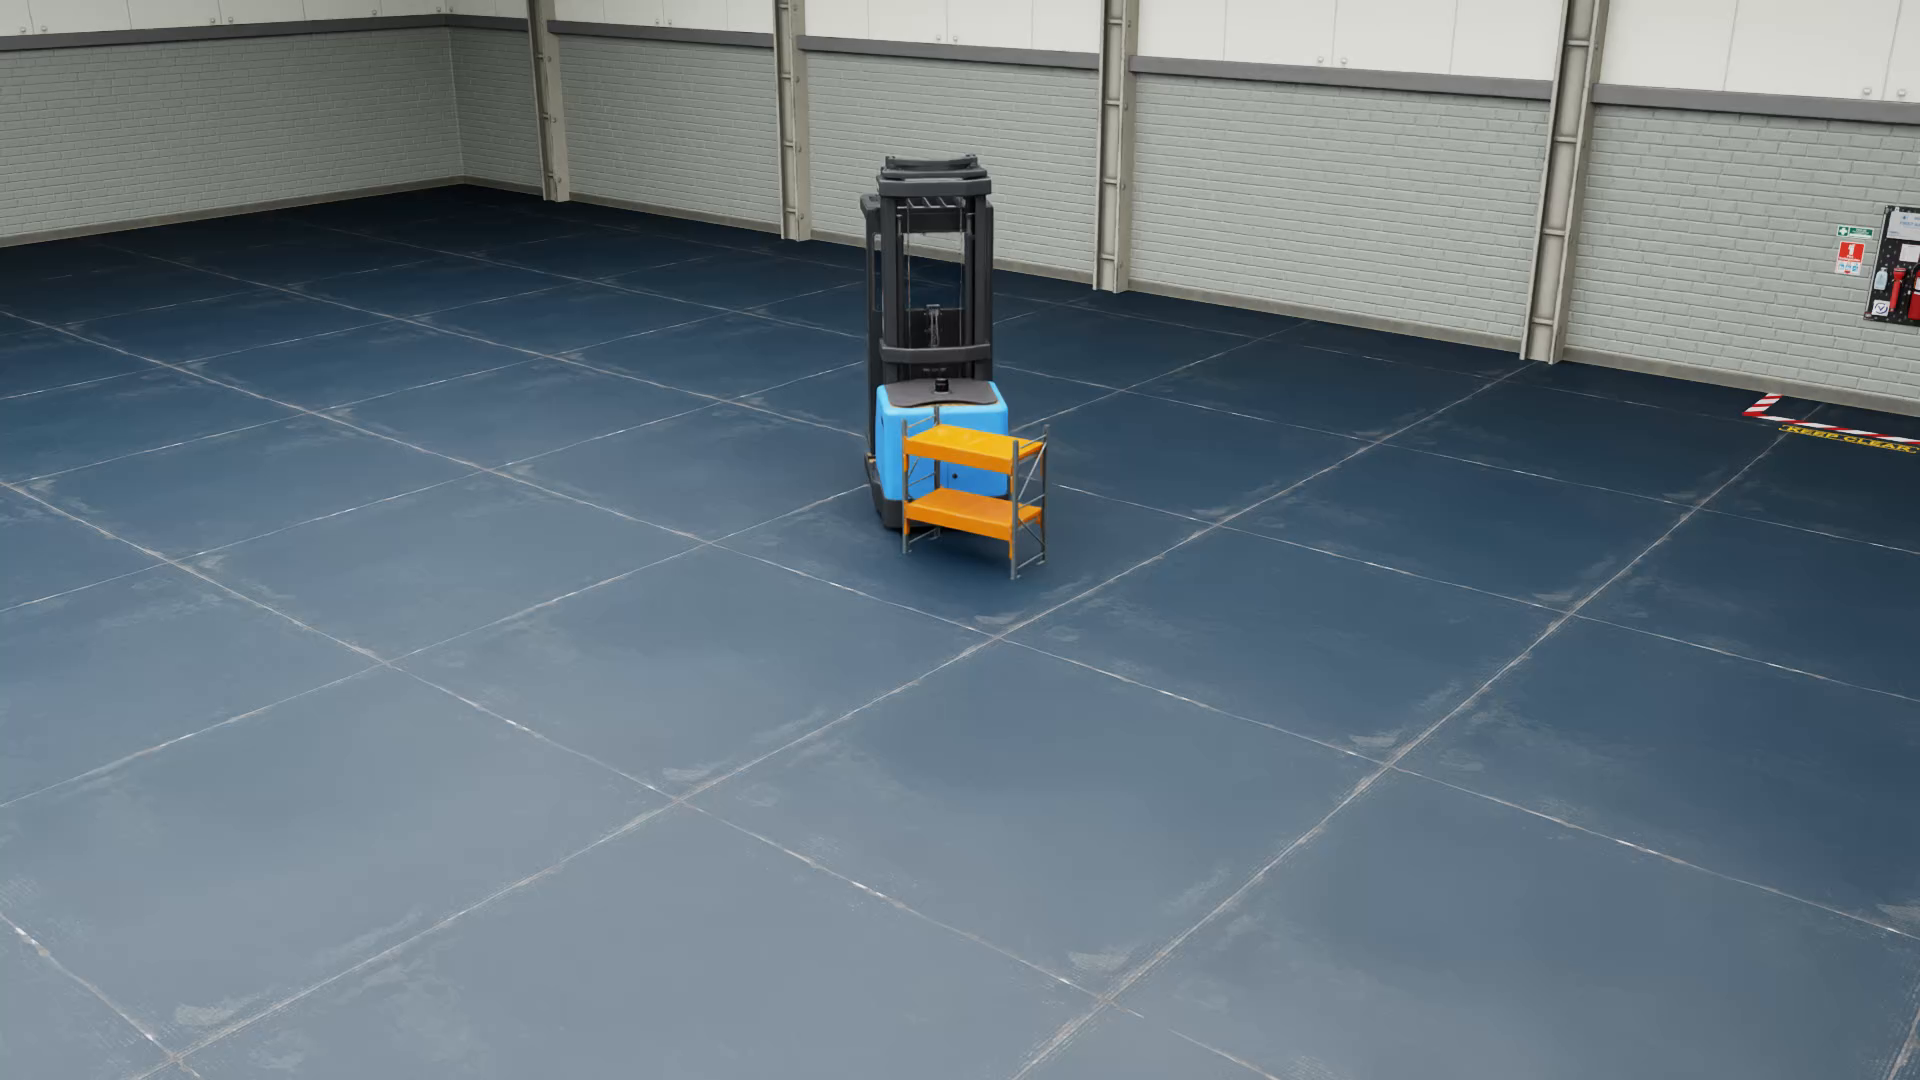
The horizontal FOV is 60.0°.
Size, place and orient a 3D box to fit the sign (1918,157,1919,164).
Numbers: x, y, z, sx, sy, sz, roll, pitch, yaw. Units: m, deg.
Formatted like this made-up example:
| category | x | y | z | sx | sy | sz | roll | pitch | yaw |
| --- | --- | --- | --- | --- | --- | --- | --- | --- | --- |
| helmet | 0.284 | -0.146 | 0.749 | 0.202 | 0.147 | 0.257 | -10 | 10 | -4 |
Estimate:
| category | x | y | z | sx | sy | sz | roll | pitch | yaw |
| --- | --- | --- | --- | --- | --- | --- | --- | --- | --- |
| sign | 9.527 | -3.830 | 16.288 | 0.199 | 0.298 | 0.001 | 16 | 26 | 36 |

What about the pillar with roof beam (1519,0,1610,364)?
| category | x | y | z | sx | sy | sz | roll | pitch | yaw |
| --- | --- | --- | --- | --- | --- | --- | --- | --- | --- |
| pillar with roof beam | 3.990 | -5.123 | 14.501 | 0.400 | 9.000 | 9.100 | 16 | 26 | 36 |

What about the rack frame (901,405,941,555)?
| category | x | y | z | sx | sy | sz | roll | pitch | yaw |
| --- | --- | --- | --- | --- | --- | --- | --- | --- | --- |
| rack frame | -0.310 | -0.482 | 13.352 | 0.032 | 1.125 | 0.500 | 13 | 24 | 31 |

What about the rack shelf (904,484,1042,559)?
| category | x | y | z | sx | sy | sz | roll | pitch | yaw |
| --- | --- | --- | --- | --- | --- | --- | --- | --- | --- |
| rack shelf | 0.116 | -0.156 | 13.180 | 1.000 | 0.278 | 0.538 | 13 | 24 | 31 |

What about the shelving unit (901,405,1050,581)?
| category | x | y | z | sx | sy | sz | roll | pitch | yaw |
| --- | --- | --- | --- | --- | --- | --- | --- | --- | --- |
| shelving unit | 0.116 | -0.384 | 13.094 | 1.048 | 1.125 | 0.538 | 13 | 24 | 31 |

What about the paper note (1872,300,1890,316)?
| category | x | y | z | sx | sy | sz | roll | pitch | yaw |
| --- | --- | --- | --- | --- | --- | --- | --- | --- | --- |
| paper note | 9.377 | -2.362 | 16.930 | 0.142 | 0.148 | 0.016 | 16 | 26 | 36 |

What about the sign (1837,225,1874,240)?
| category | x | y | z | sx | sy | sz | roll | pitch | yaw |
| --- | --- | --- | --- | --- | --- | --- | --- | --- | --- |
| sign | 9.105 | -3.129 | 16.913 | 0.331 | 0.109 | 0.001 | 16 | 26 | 36 |

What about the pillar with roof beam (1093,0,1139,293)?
| category | x | y | z | sx | sy | sz | roll | pitch | yaw |
| --- | --- | --- | --- | --- | --- | --- | --- | --- | --- |
| pillar with roof beam | -0.658 | -6.462 | 18.050 | 0.400 | 9.000 | 9.100 | 16 | 26 | 36 |

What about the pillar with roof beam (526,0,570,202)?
| category | x | y | z | sx | sy | sz | roll | pitch | yaw |
| --- | --- | --- | --- | --- | --- | --- | --- | --- | --- |
| pillar with roof beam | -9.955 | -9.139 | 25.150 | 0.400 | 9.000 | 9.100 | 16 | 26 | 36 |

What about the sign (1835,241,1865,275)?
| category | x | y | z | sx | sy | sz | roll | pitch | yaw |
| --- | --- | --- | --- | --- | --- | --- | --- | --- | --- |
| sign | 9.107 | -2.884 | 17.015 | 0.234 | 0.329 | 0.001 | 16 | 26 | 36 |

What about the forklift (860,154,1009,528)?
| category | x | y | z | sx | sy | sz | roll | pitch | yaw |
| --- | --- | --- | --- | --- | --- | --- | --- | --- | --- |
| forklift | -0.289 | -1.953 | 14.693 | 1.130 | 2.935 | 3.031 | -3 | 21 | -7 |

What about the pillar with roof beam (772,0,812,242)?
| category | x | y | z | sx | sy | sz | roll | pitch | yaw |
| --- | --- | --- | --- | --- | --- | --- | --- | --- | --- |
| pillar with roof beam | -5.306 | -7.801 | 21.600 | 0.400 | 9.000 | 9.100 | 16 | 26 | 36 |

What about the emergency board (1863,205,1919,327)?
| category | x | y | z | sx | sy | sz | roll | pitch | yaw |
| --- | --- | --- | --- | --- | --- | --- | --- | --- | --- |
| emergency board | 9.470 | -2.716 | 16.620 | 0.643 | 1.169 | 0.194 | 16 | 26 | 36 |

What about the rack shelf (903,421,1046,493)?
| category | x | y | z | sx | sy | sz | roll | pitch | yaw |
| --- | --- | --- | --- | --- | --- | --- | --- | --- | --- |
| rack shelf | 0.116 | -0.658 | 12.990 | 1.000 | 0.278 | 0.538 | 13 | 24 | 31 |

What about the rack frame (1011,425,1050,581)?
| category | x | y | z | sx | sy | sz | roll | pitch | yaw |
| --- | --- | --- | --- | --- | --- | --- | --- | --- | --- |
| rack frame | 0.543 | -0.287 | 12.835 | 0.032 | 1.125 | 0.500 | 13 | 24 | 31 |
